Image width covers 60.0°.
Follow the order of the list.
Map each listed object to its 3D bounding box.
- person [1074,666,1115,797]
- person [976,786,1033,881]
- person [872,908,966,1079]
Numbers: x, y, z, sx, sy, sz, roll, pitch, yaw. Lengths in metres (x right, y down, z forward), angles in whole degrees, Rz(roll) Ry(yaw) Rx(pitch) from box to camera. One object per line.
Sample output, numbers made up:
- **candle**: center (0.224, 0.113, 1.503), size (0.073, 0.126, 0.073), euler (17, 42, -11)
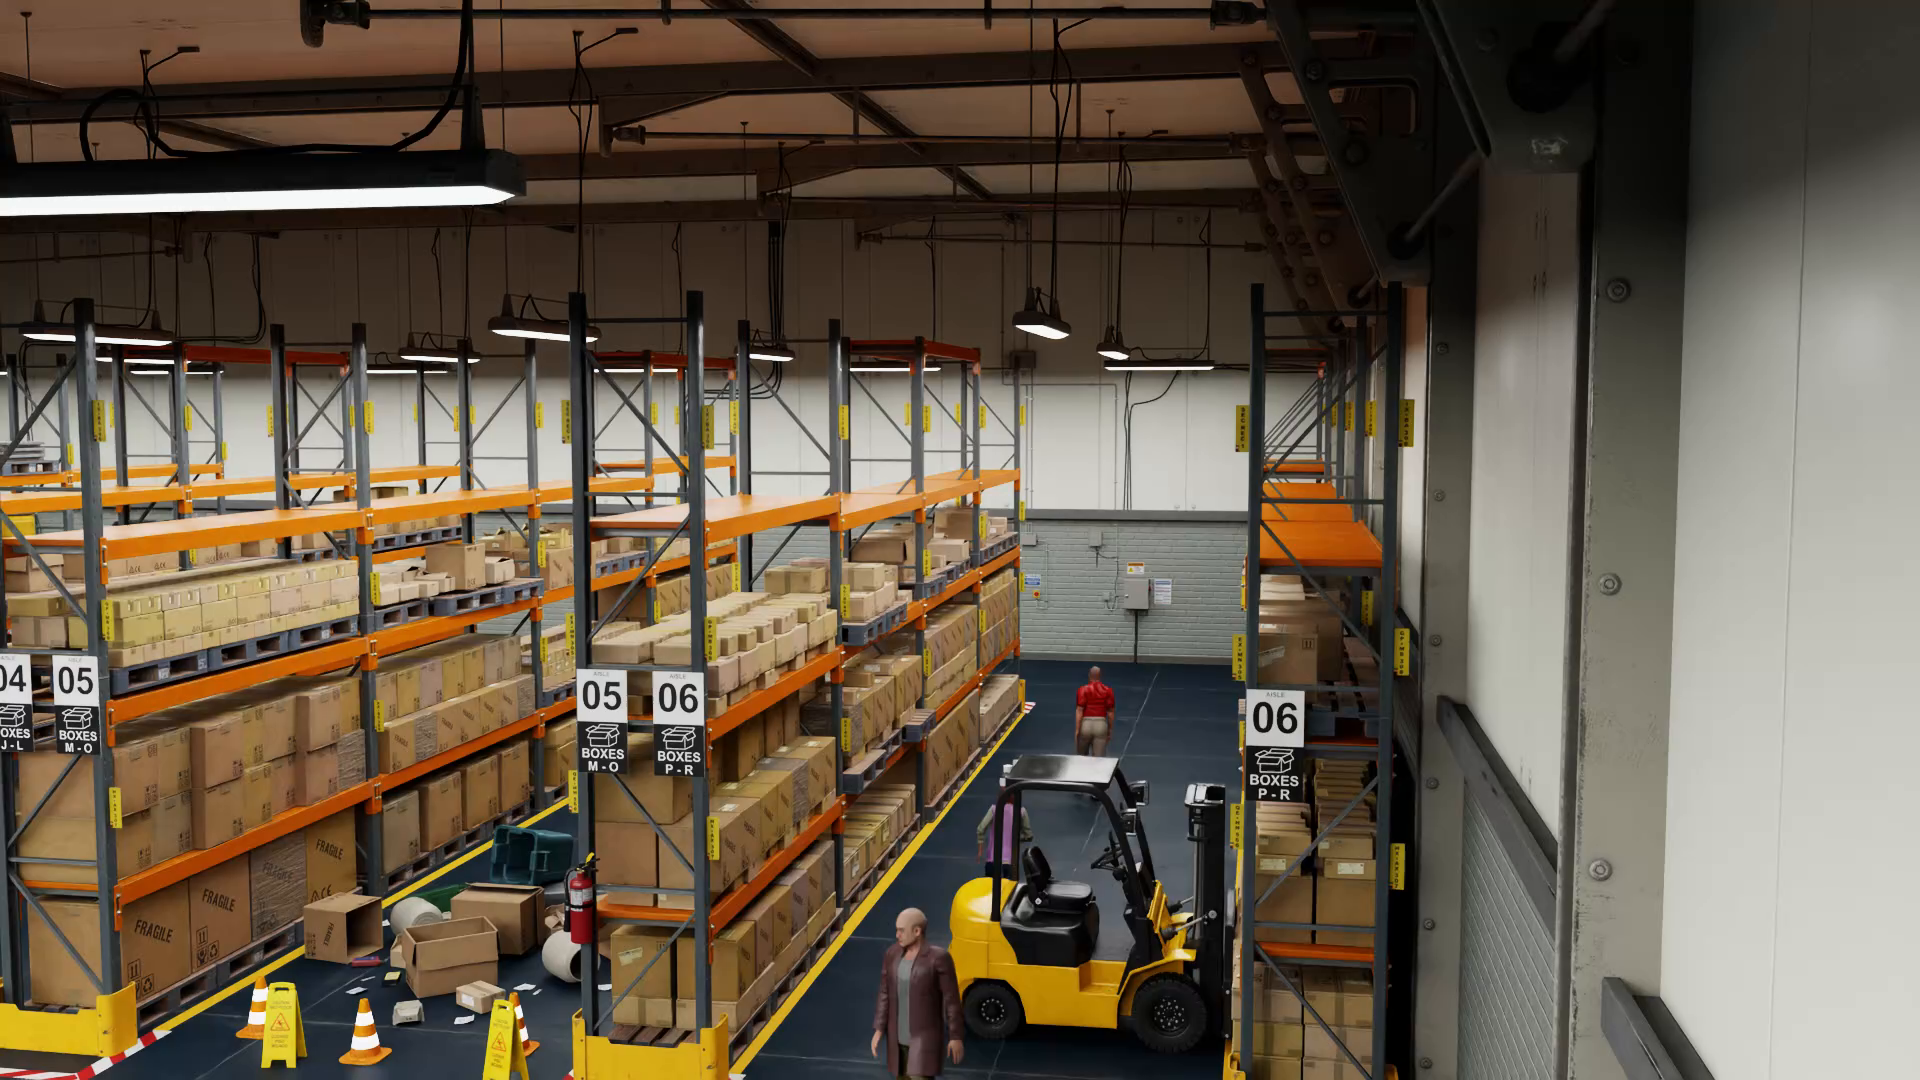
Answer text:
- **person**: center (1.783, 2.563, 22.043), size (0.553, 1.777, 0.609), euler (0, 5, 0)
- **person**: center (0.432, 3.120, 16.219), size (0.524, 1.498, 0.755), euler (1, 5, 12)
- **person**: center (-0.365, 3.385, 11.154), size (0.642, 1.789, 0.704), euler (3, 6, 37)
